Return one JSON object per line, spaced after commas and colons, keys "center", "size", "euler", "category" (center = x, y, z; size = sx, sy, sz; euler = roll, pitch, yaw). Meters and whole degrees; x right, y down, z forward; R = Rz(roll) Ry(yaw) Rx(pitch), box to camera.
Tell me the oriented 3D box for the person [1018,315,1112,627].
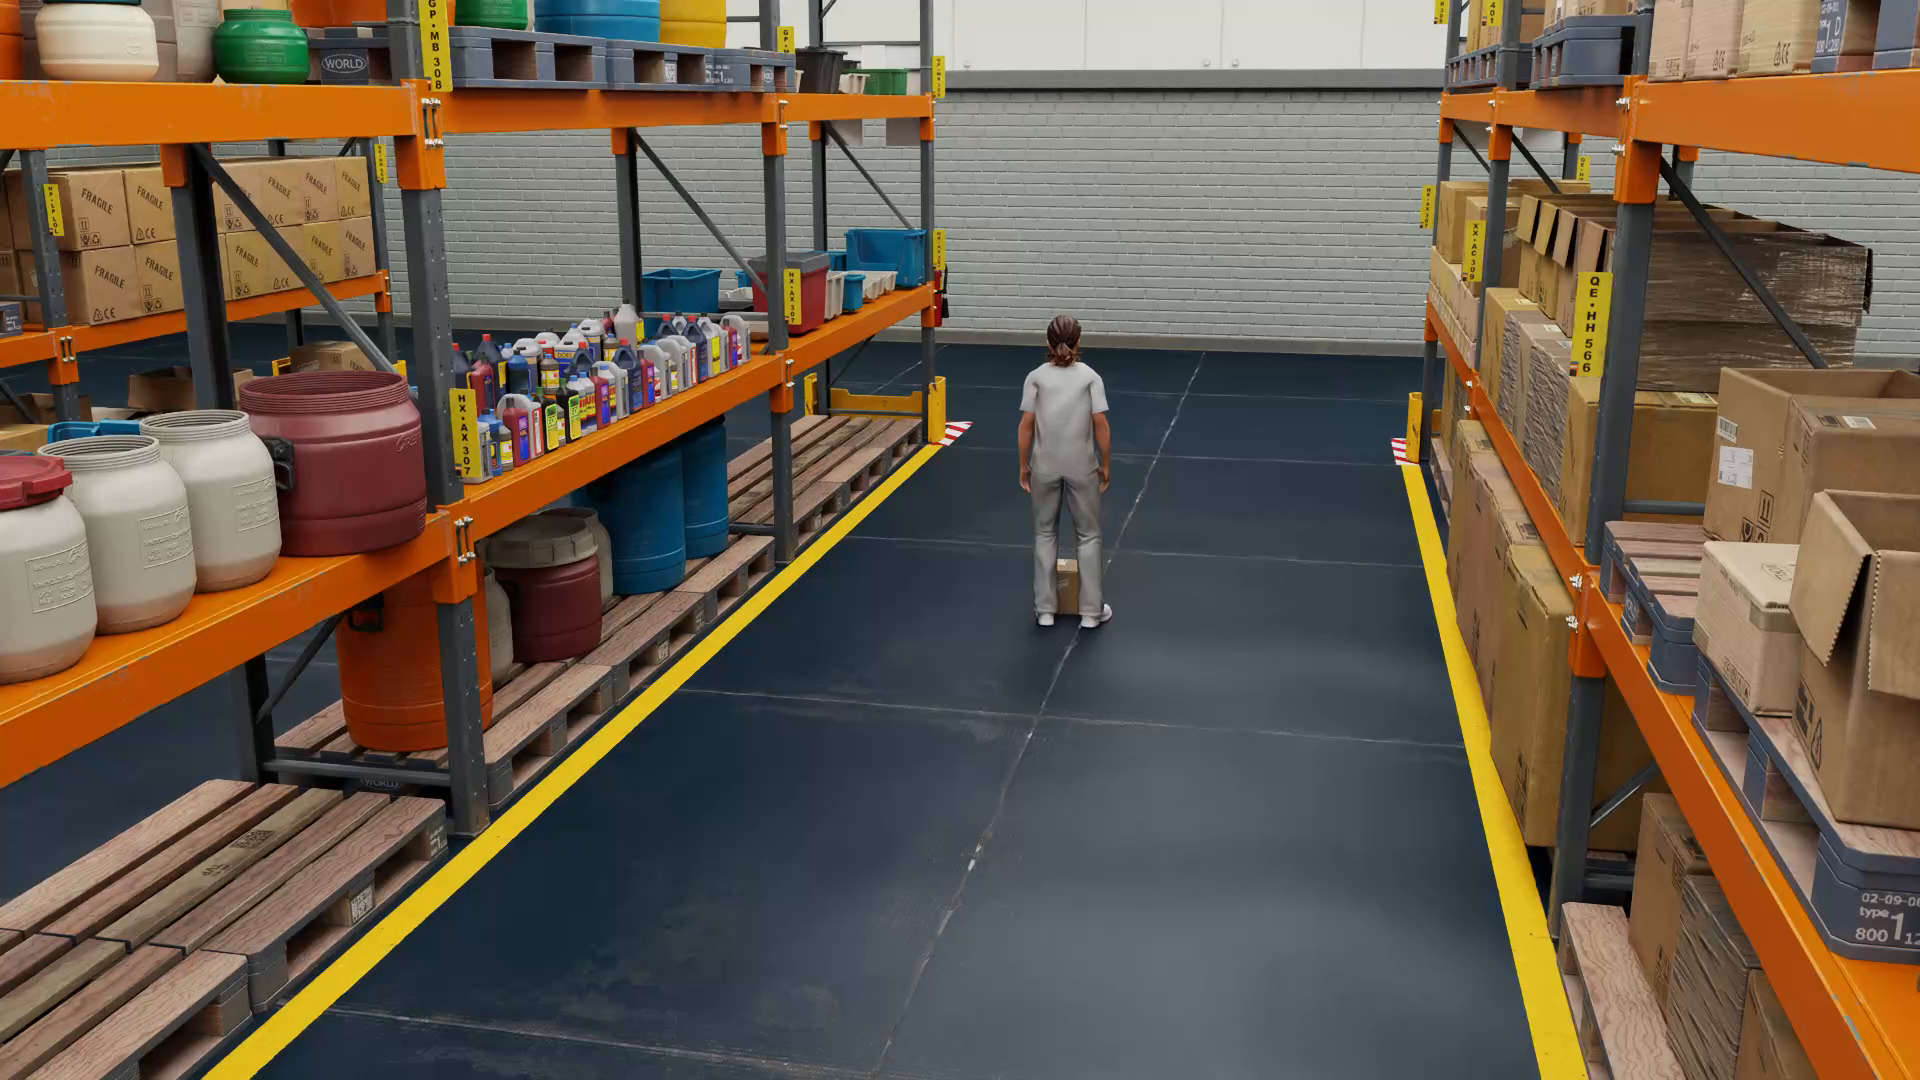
{"center": [0.567, -0.365, 8.903], "size": [0.514, 1.672, 0.356], "euler": [2, 15, 8], "category": "person"}
